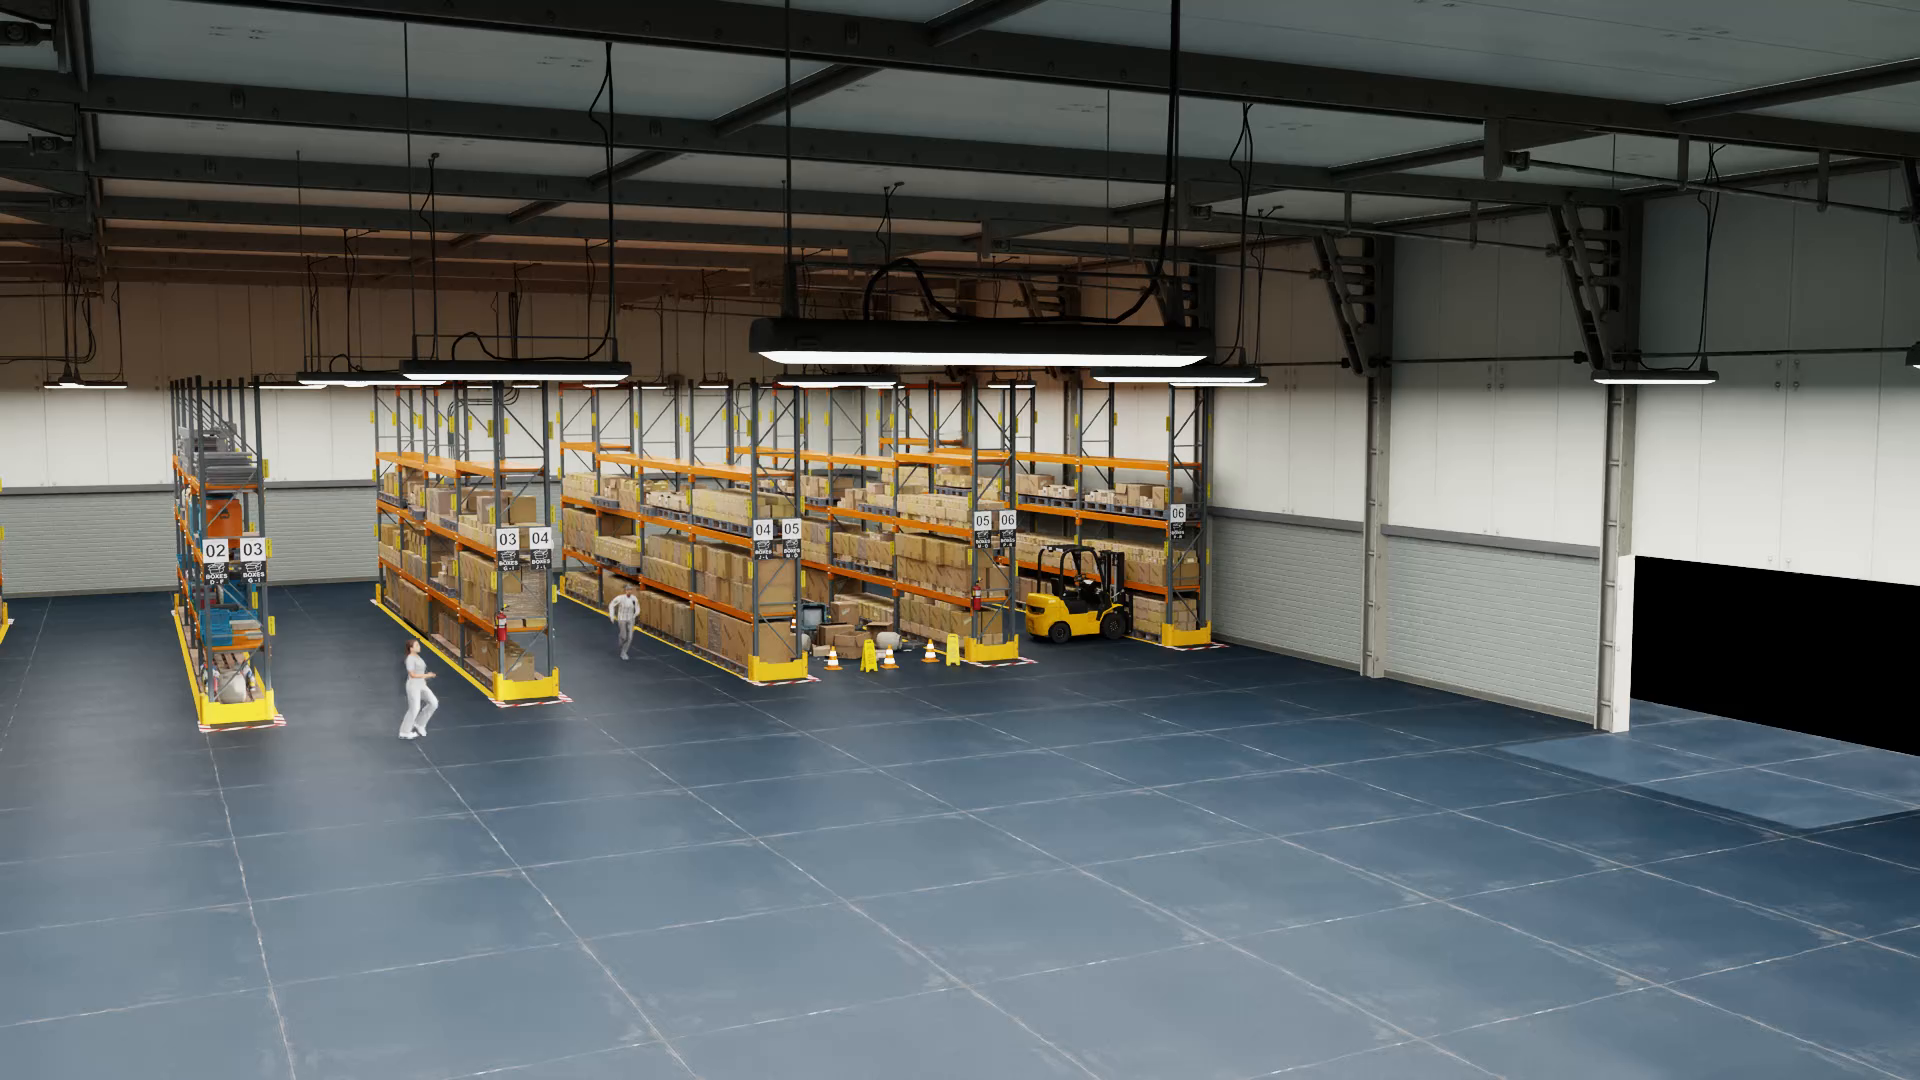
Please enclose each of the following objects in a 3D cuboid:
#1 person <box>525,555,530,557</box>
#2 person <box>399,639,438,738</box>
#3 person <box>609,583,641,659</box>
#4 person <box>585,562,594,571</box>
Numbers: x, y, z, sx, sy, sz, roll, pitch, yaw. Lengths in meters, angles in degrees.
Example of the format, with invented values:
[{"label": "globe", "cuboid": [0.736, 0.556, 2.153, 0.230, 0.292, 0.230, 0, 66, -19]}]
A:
[{"label": "person", "cuboid": [-12.213, 0.677, 47.057, 0.733, 1.755, 0.813, 1, 5, 13]}, {"label": "person", "cuboid": [-8.949, 2.454, 27.473, 0.660, 1.646, 0.552, 1, 5, 6]}, {"label": "person", "cuboid": [-7.189, 1.743, 35.765, 0.653, 1.649, 0.638, -3, 6, -27]}, {"label": "person", "cuboid": [-10.789, 0.537, 48.904, 0.622, 1.722, 0.774, 0, 5, 4]}]
